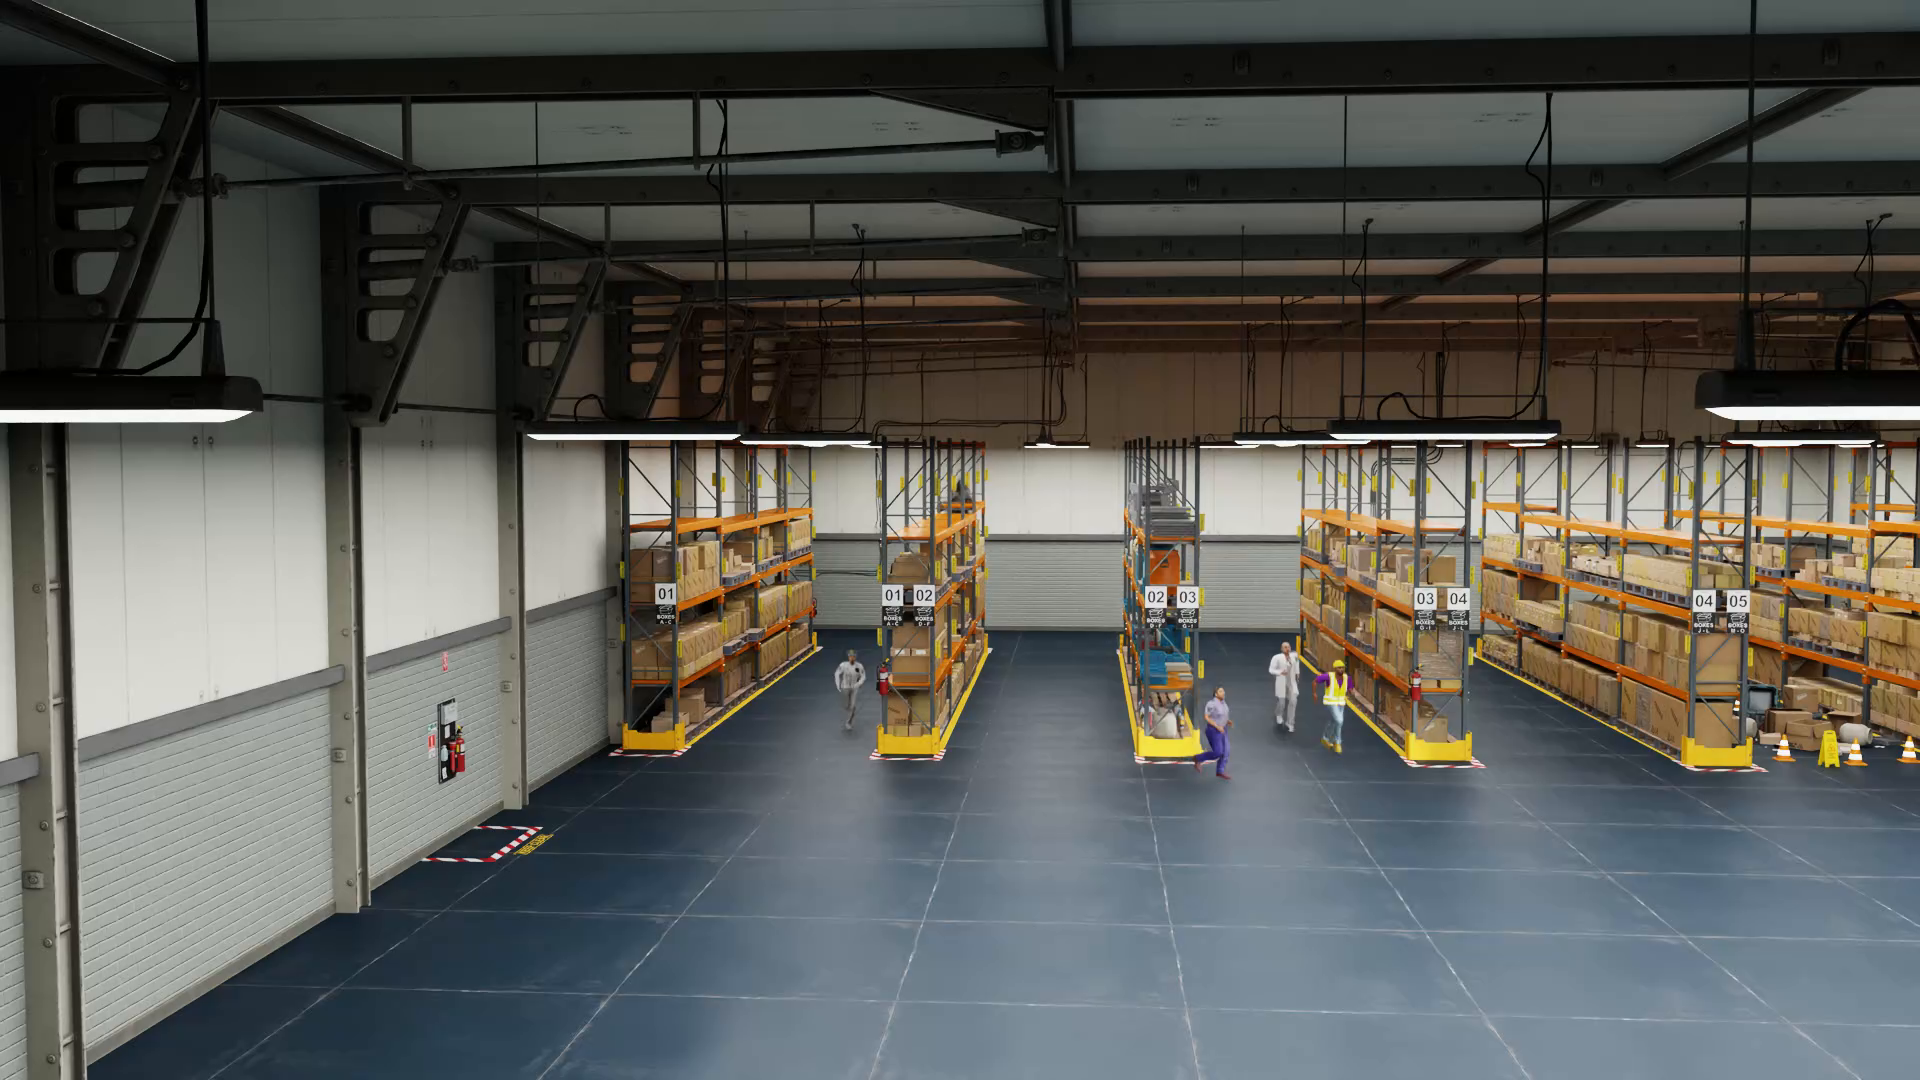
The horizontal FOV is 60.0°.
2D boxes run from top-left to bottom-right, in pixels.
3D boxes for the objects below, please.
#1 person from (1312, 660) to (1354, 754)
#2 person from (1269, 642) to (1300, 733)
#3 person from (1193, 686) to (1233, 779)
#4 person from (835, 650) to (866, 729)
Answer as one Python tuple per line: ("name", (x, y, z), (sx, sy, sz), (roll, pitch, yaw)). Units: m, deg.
("person", (7.120, 3.158, 31.625), (0.729, 1.786, 0.836), (-1, 3, -18))
("person", (6.691, 3.019, 34.270), (0.738, 1.853, 0.972), (-1, 3, -10))
("person", (4.480, 3.371, 29.218), (0.668, 1.625, 0.609), (2, 4, 39))
("person", (-2.267, 3.079, 34.467), (0.649, 1.654, 0.661), (0, 3, -2))
